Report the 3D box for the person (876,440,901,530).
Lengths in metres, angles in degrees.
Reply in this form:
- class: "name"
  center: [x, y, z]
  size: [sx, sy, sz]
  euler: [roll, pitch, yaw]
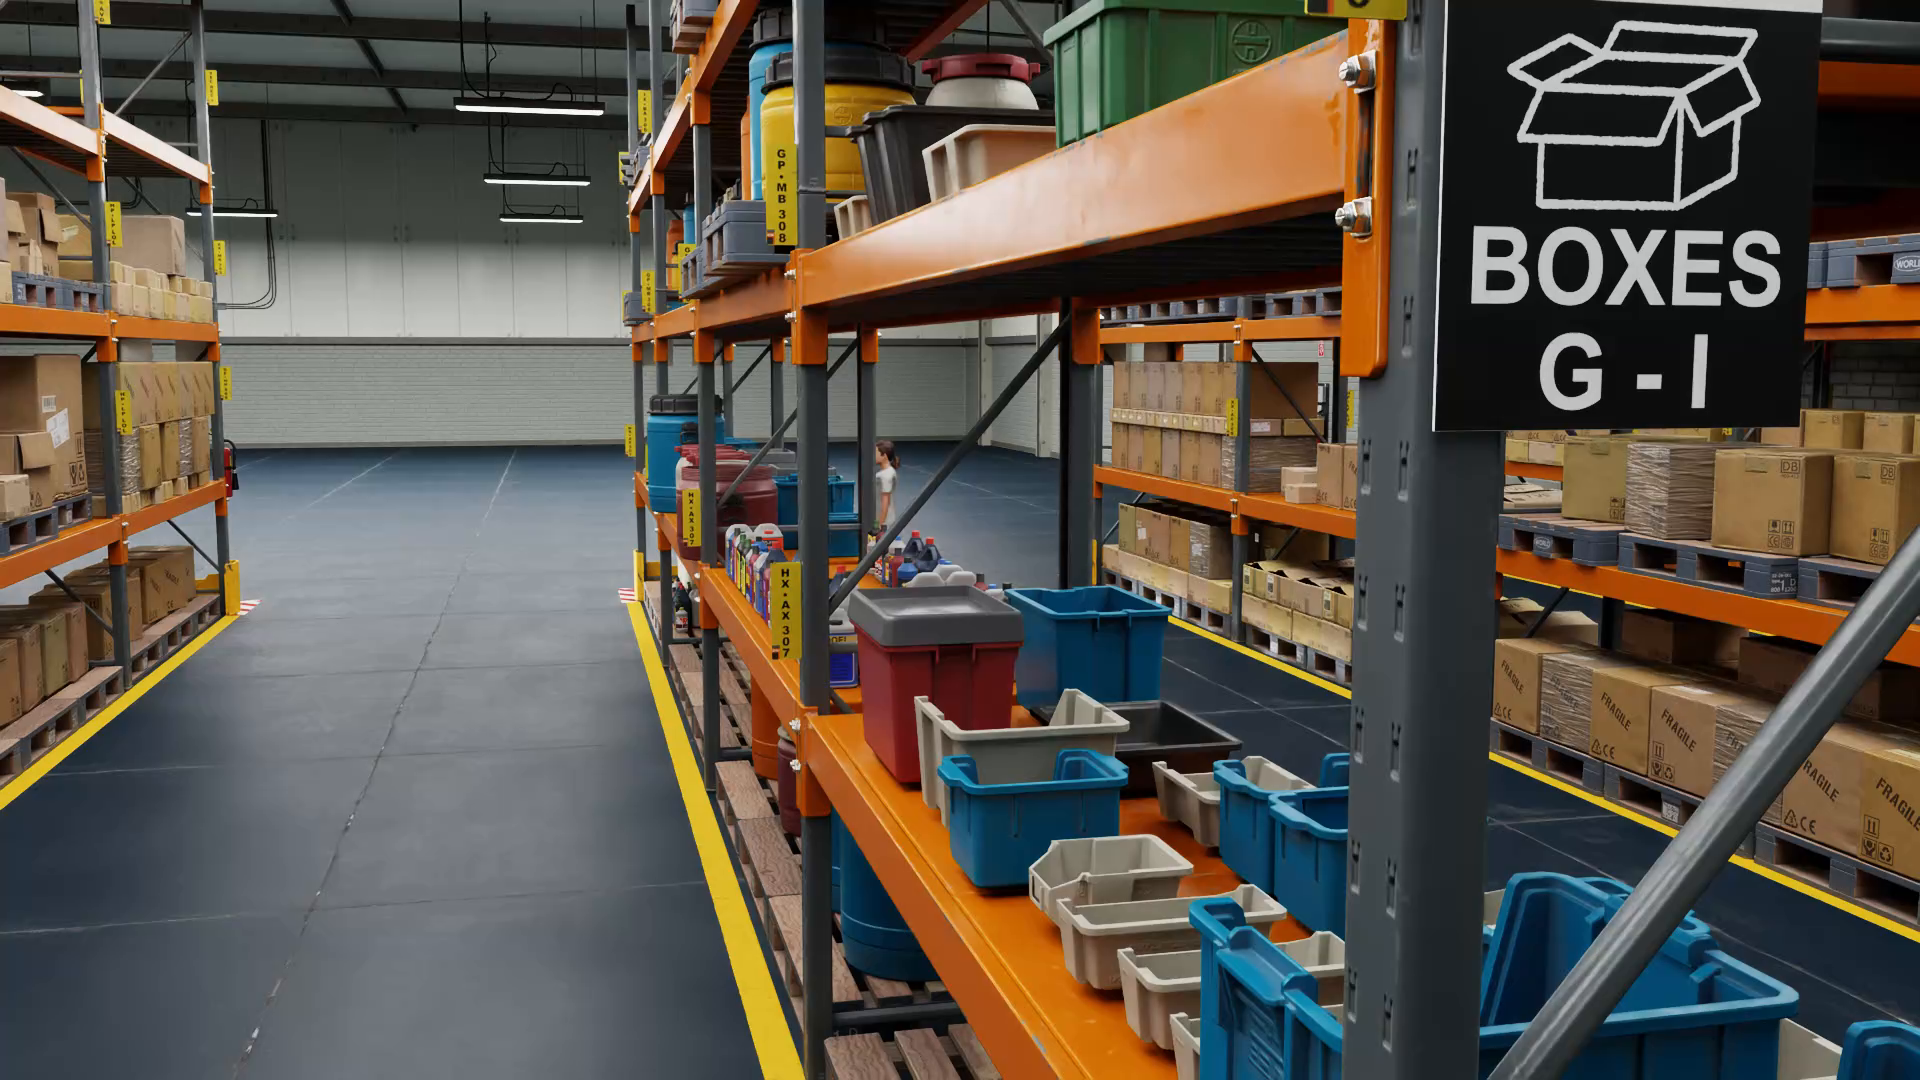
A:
- class: "person"
  center: [-0.772, -0.131, 16.414]
  size: [0.394, 1.702, 0.525]
  euler: [0, 6, -4]
